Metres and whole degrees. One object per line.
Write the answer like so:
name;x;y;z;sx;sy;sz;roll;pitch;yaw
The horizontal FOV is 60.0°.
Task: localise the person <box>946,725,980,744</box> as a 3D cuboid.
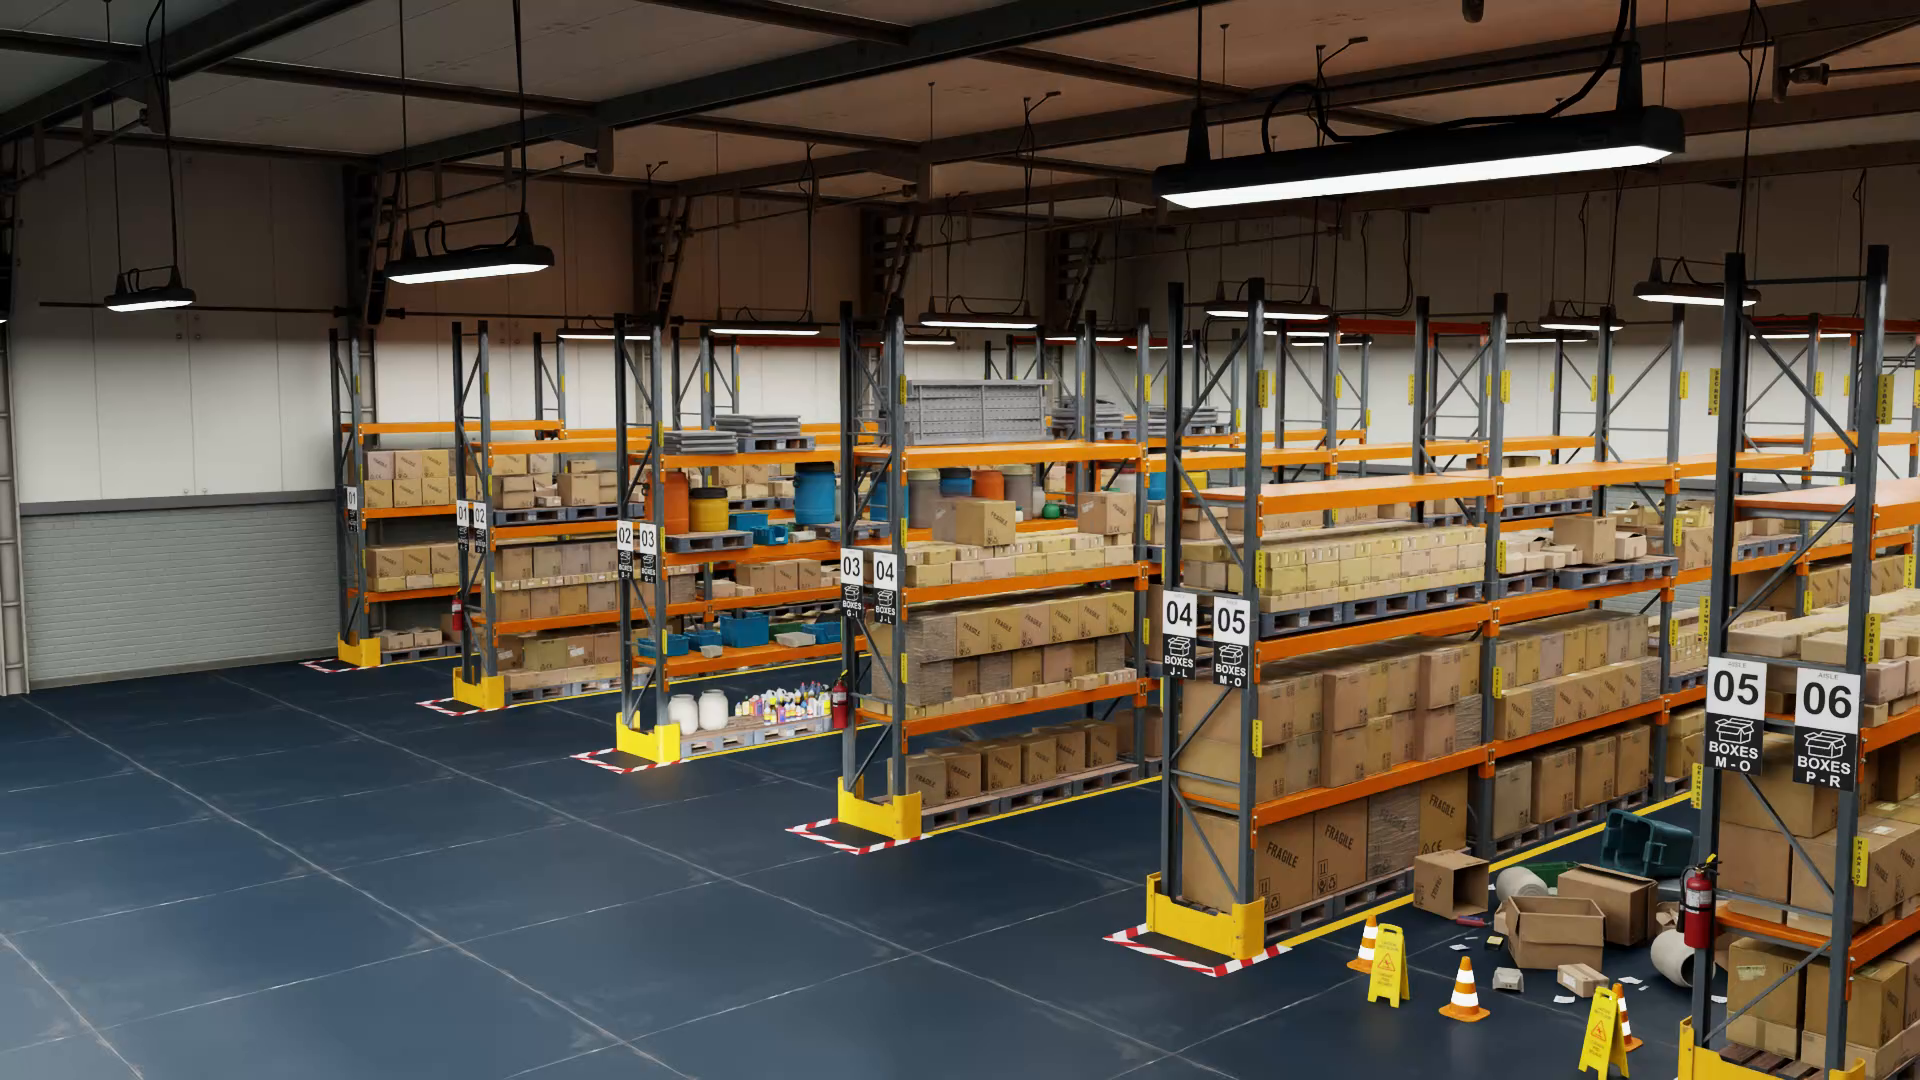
person;0.046;2.172;22.168;0.751;1.619;0.567;-4;7;-32
